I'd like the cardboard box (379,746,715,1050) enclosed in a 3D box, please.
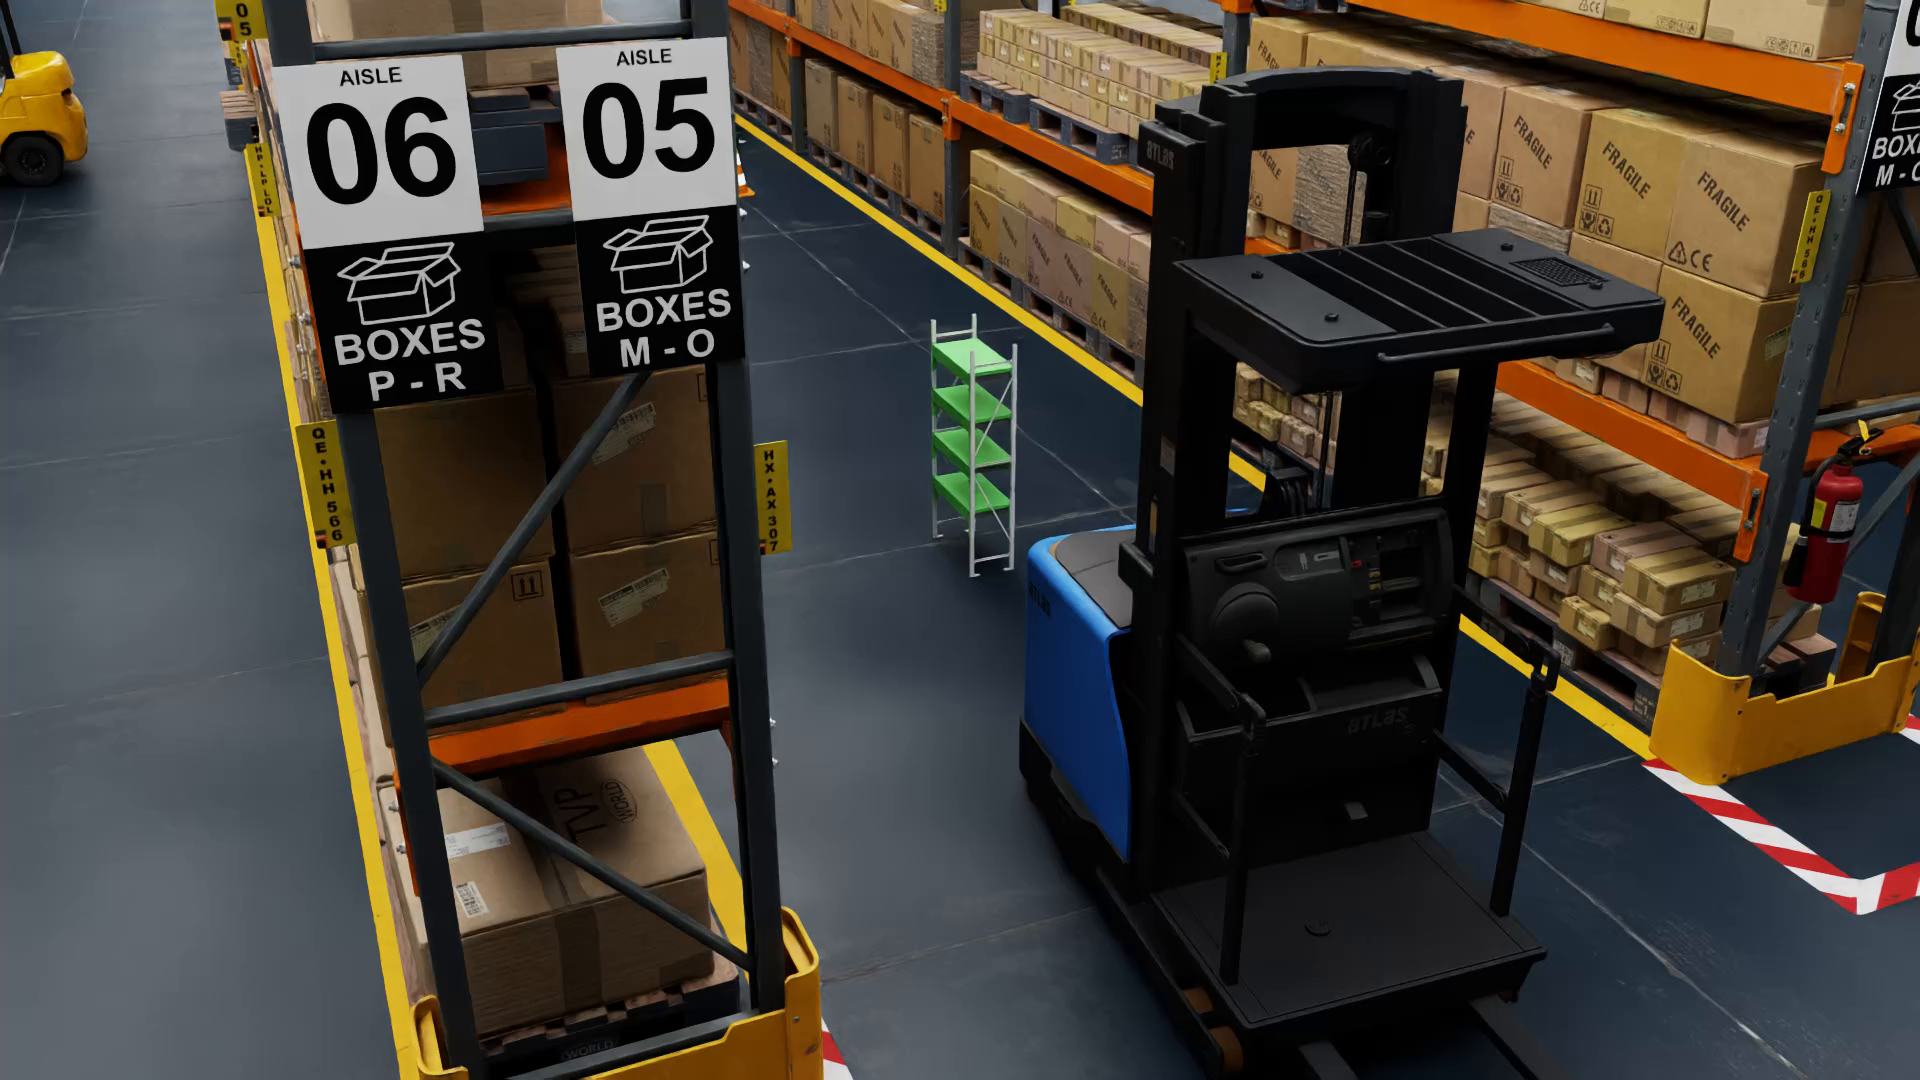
[{"bbox_3d":[-1.370,1.120,5.478,0.875,0.438,0.875,-12,28,-22],"label":"cardboard box"}]

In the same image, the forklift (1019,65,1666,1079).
[{"bbox_3d":[1.206,0.185,5.030,1.130,2.935,3.031,-9,27,-17],"label":"forklift"}]

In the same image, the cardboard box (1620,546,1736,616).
[{"bbox_3d":[3.055,0.170,7.075,0.380,0.149,0.250,-10,28,-20],"label":"cardboard box"}]

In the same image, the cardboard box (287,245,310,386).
[{"bbox_3d":[-2.644,-1.018,7.303,0.500,0.500,0.500,-10,28,-19],"label":"cardboard box"}]

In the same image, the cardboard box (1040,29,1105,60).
[{"bbox_3d":[0.775,-3.414,11.452,0.380,0.149,0.250,-9,28,-18],"label":"cardboard box"}]

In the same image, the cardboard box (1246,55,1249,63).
[{"bbox_3d":[1.889,-2.997,10.599,0.380,0.149,0.250,-11,28,-21],"label":"cardboard box"}]

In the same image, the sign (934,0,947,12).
[{"bbox_3d":[-0.147,-4.138,12.486,0.100,0.325,0.005,-11,28,-21],"label":"sign"}]

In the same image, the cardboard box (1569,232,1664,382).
[{"bbox_3d":[2.885,-1.009,6.945,0.500,0.500,0.500,-11,28,-21],"label":"cardboard box"}]

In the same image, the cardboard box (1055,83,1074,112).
[{"bbox_3d":[0.873,-3.040,11.365,0.380,0.149,0.250,-10,28,-20],"label":"cardboard box"}]

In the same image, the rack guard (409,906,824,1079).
[{"bbox_3d":[-1.011,1.540,5.026,1.175,0.500,0.348,-11,28,-21],"label":"rack guard"}]

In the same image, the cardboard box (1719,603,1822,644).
[{"bbox_3d":[3.585,0.341,7.403,0.380,0.149,0.250,-10,28,-20],"label":"cardboard box"}]

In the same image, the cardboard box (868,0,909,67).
[{"bbox_3d":[-0.451,-4.298,14.020,0.500,0.500,0.500,-11,28,-21],"label":"cardboard box"}]

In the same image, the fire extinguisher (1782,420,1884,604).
[{"bbox_3d":[3.169,-0.101,6.052,0.296,0.674,0.183,-11,28,-21],"label":"fire extinguisher"}]

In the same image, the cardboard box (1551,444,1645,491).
[{"bbox_3d":[3.130,-0.343,8.127,0.380,0.149,0.250,-9,28,-19],"label":"cardboard box"}]

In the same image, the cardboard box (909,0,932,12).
[{"bbox_3d":[-0.004,-4.595,13.489,0.700,0.500,0.500,-11,28,-21],"label":"cardboard box"}]

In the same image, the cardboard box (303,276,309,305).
[{"bbox_3d":[-1.645,-0.677,4.726,0.380,0.149,0.250,-11,28,-21],"label":"cardboard box"}]

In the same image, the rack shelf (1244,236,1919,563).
[{"bbox_3d":[2.712,-0.969,8.135,1.077,0.370,4.000,-11,28,-21],"label":"rack shelf"}]

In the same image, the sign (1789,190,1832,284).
[{"bbox_3d":[2.977,-1.060,5.821,0.100,0.325,0.005,-11,28,-21],"label":"sign"}]

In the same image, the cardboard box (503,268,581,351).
[{"bbox_3d":[-1.072,-0.663,4.697,0.380,0.149,0.250,-10,28,-19],"label":"cardboard box"}]

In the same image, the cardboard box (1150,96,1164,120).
[{"bbox_3d":[1.392,-2.642,10.212,0.380,0.149,0.250,-9,28,-18],"label":"cardboard box"}]

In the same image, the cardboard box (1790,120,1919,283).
[{"bbox_3d":[3.564,-1.339,6.481,0.500,0.500,0.500,-11,28,-21],"label":"cardboard box"}]

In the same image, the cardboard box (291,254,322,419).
[{"bbox_3d":[-1.850,-0.647,5.403,0.500,0.500,0.500,-11,28,-21],"label":"cardboard box"}]

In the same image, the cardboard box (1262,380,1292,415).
[{"bbox_3d":[1.958,-0.853,9.509,0.380,0.149,0.250,-10,28,-20],"label":"cardboard box"}]

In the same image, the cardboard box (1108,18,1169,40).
[{"bbox_3d":[1.283,-3.623,11.882,0.380,0.149,0.250,-10,28,-19],"label":"cardboard box"}]

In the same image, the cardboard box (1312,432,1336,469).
[{"bbox_3d":[2.170,-0.512,9.150,0.380,0.149,0.250,-11,28,-22],"label":"cardboard box"}]

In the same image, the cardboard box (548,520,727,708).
[{"bbox_3d":[-0.944,0.119,4.974,0.500,0.500,0.500,-11,28,-21],"label":"cardboard box"}]

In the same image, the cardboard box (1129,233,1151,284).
[{"bbox_3d":[1.404,-1.759,10.449,0.500,0.250,0.500,-11,28,-22],"label":"cardboard box"}]

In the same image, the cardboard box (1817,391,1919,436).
[{"bbox_3d":[3.670,-0.559,6.762,0.380,0.149,0.250,-11,28,-21],"label":"cardboard box"}]

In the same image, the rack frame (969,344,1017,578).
[{"bbox_3d":[0.160,-0.374,8.148,0.240,1.200,0.015,-11,28,-21],"label":"rack frame"}]

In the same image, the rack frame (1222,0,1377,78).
[{"bbox_3d":[1.929,-2.099,9.631,1.000,3.000,0.127,-11,28,-21],"label":"rack frame"}]

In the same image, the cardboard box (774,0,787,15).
[{"bbox_3d":[-1.360,-5.543,16.513,0.875,0.550,0.550,-11,28,-21],"label":"cardboard box"}]

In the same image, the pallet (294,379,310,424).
[{"bbox_3d":[-3.440,-0.747,10.039,1.003,0.211,1.213,-11,28,-21],"label":"pallet"}]

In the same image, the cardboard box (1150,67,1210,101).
[{"bbox_3d":[1.386,-2.784,10.163,0.380,0.149,0.250,-12,28,-22],"label":"cardboard box"}]

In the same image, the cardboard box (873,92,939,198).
[{"bbox_3d":[-0.139,-3.506,14.596,1.050,0.750,0.750,-10,28,-20],"label":"cardboard box"}]

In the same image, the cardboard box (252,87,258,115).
[{"bbox_3d":[-4.182,-2.733,10.530,0.500,0.250,0.500,-11,28,-21],"label":"cardboard box"}]

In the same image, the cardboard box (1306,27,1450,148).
[{"bbox_3d":[2.098,-2.297,8.442,0.500,0.500,0.500,-11,28,-22],"label":"cardboard box"}]

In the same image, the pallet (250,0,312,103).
[{"bbox_3d":[-1.802,-1.692,5.479,1.003,0.211,1.213,-11,28,-21],"label":"pallet"}]

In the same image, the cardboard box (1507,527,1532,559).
[{"bbox_3d":[2.810,-0.025,7.815,0.380,0.149,0.250,-11,28,-21],"label":"cardboard box"}]

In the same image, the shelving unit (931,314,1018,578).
[{"bbox_3d":[0.065,-0.472,8.350,0.258,1.200,0.503,-11,28,-21],"label":"shelving unit"}]

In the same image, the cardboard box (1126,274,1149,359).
[{"bbox_3d":[1.407,-1.420,10.610,0.500,0.500,0.500,-11,28,-22],"label":"cardboard box"}]

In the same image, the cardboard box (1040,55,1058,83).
[{"bbox_3d":[0.778,-3.275,11.508,0.380,0.149,0.250,-11,28,-21],"label":"cardboard box"}]

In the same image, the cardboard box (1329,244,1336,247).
[{"bbox_3d":[2.162,-1.515,8.720,0.380,0.149,0.250,-12,28,-23],"label":"cardboard box"}]

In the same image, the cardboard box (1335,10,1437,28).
[{"bbox_3d":[2.362,-2.584,9.031,0.500,0.500,0.500,-12,28,-22],"label":"cardboard box"}]

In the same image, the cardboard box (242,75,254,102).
[{"bbox_3d":[-4.809,-3.180,11.653,0.380,0.149,0.250,-11,28,-21],"label":"cardboard box"}]

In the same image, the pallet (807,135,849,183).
[{"bbox_3d":[-0.833,-3.777,16.246,1.003,0.211,1.213,-11,28,-21],"label":"pallet"}]

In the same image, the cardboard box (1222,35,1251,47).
[{"bbox_3d":[3.279,-5.374,18.708,0.500,0.500,0.500,-11,28,-22],"label":"cardboard box"}]

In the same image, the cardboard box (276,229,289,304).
[{"bbox_3d":[-3.613,-1.403,10.147,0.875,0.875,0.875,-10,28,-20],"label":"cardboard box"}]

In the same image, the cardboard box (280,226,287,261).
[{"bbox_3d":[-3.192,-1.484,8.542,0.500,0.250,0.500,-11,28,-21],"label":"cardboard box"}]

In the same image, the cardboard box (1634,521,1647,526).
[{"bbox_3d":[3.294,0.015,7.733,0.380,0.149,0.250,-10,28,-20],"label":"cardboard box"}]

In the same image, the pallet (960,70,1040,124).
[{"bbox_3d":[0.739,-3.358,12.428,1.213,0.211,1.003,-11,28,-21],"label":"pallet"}]

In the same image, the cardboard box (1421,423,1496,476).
[{"bbox_3d":[2.461,-0.464,8.375,0.380,0.149,0.250,-10,28,-20],"label":"cardboard box"}]

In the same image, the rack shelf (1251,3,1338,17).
[{"bbox_3d":[4.182,-5.010,16.412,1.077,0.370,4.000,-11,28,-21],"label":"rack shelf"}]
